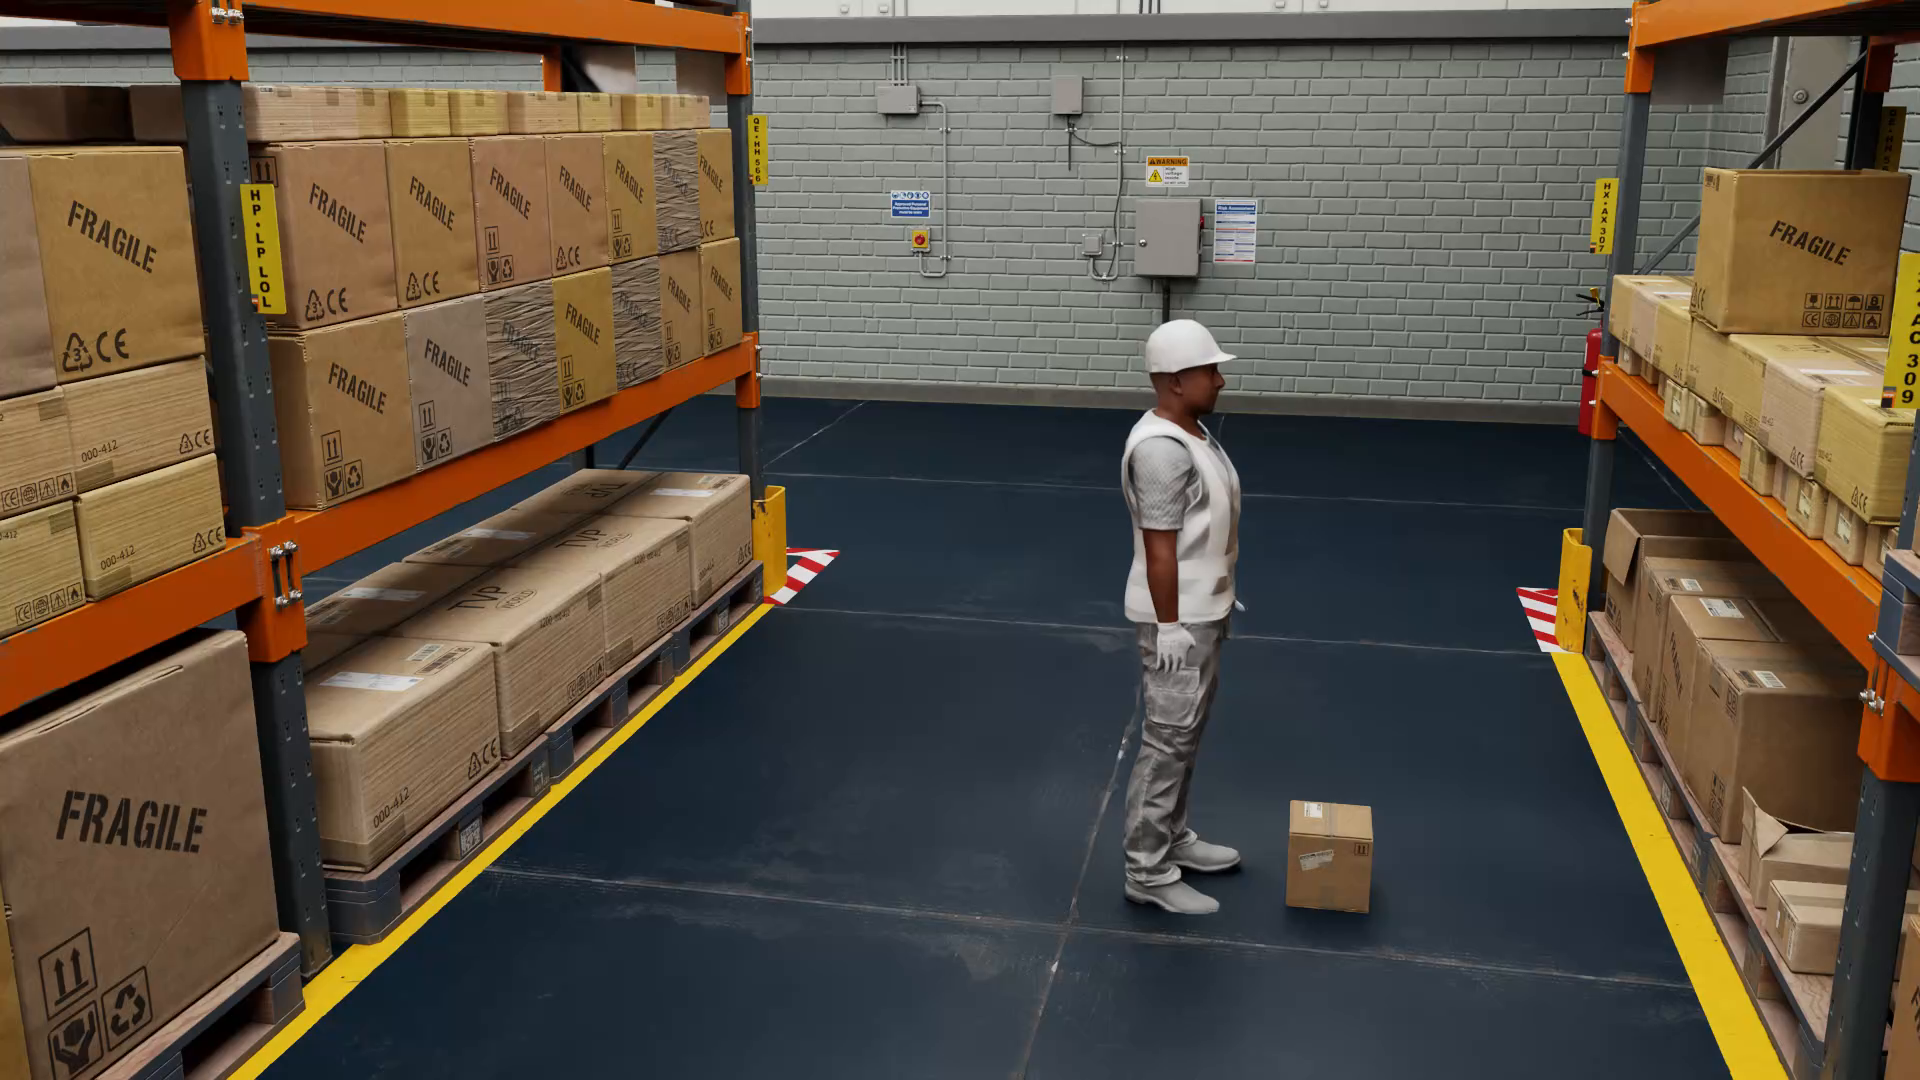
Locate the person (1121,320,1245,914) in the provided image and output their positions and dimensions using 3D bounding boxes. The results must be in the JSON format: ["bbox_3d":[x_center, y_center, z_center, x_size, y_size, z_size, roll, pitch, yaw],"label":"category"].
[{"bbox_3d":[0.695,0.231,5.116,0.393,1.812,0.553,3,15,12],"label":"person"}]
